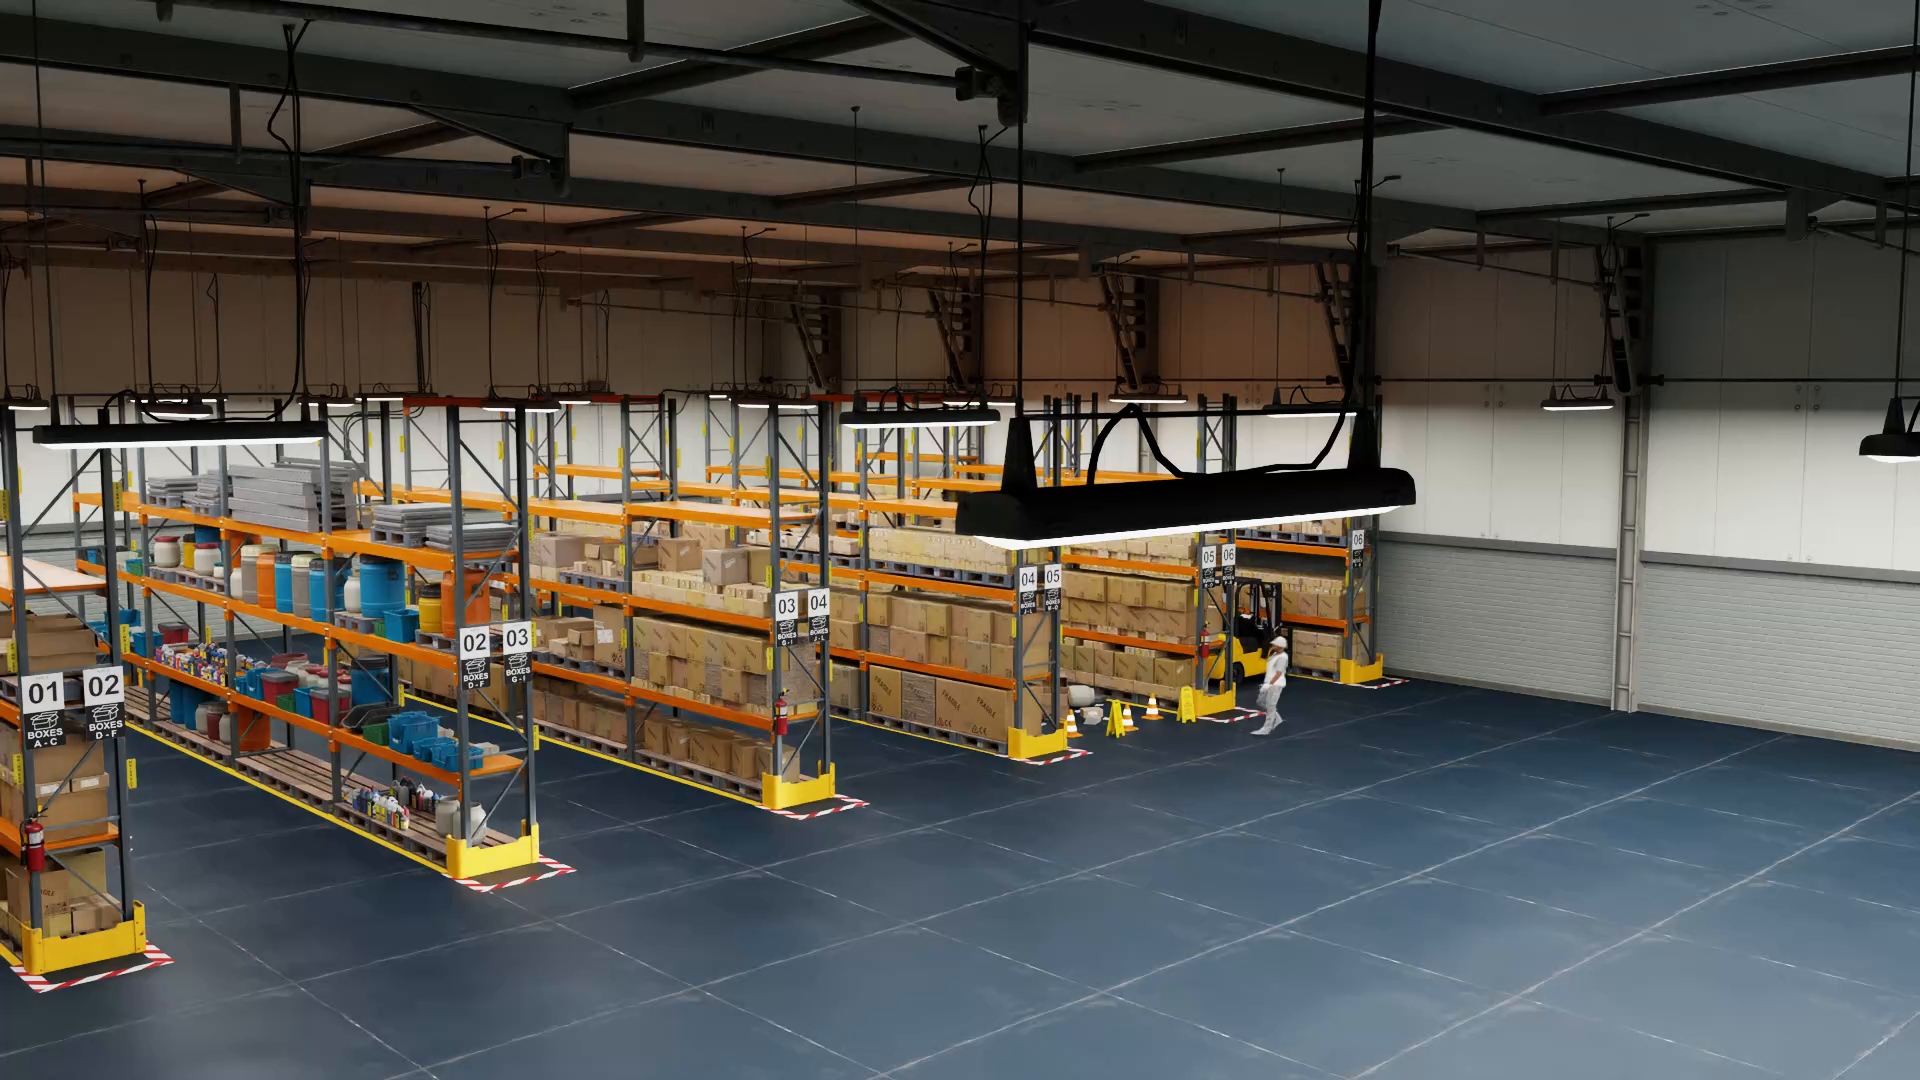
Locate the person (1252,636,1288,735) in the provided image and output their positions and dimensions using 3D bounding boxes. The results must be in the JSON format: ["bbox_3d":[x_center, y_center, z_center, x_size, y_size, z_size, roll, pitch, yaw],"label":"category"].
[{"bbox_3d":[5.508,2.589,29.608,0.640,1.768,0.628,-1,6,-14],"label":"person"}]

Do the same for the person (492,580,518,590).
[{"bbox_3d":[-11.323,1.469,41.498,0.697,1.728,1.047,-1,6,-11],"label":"person"}]
